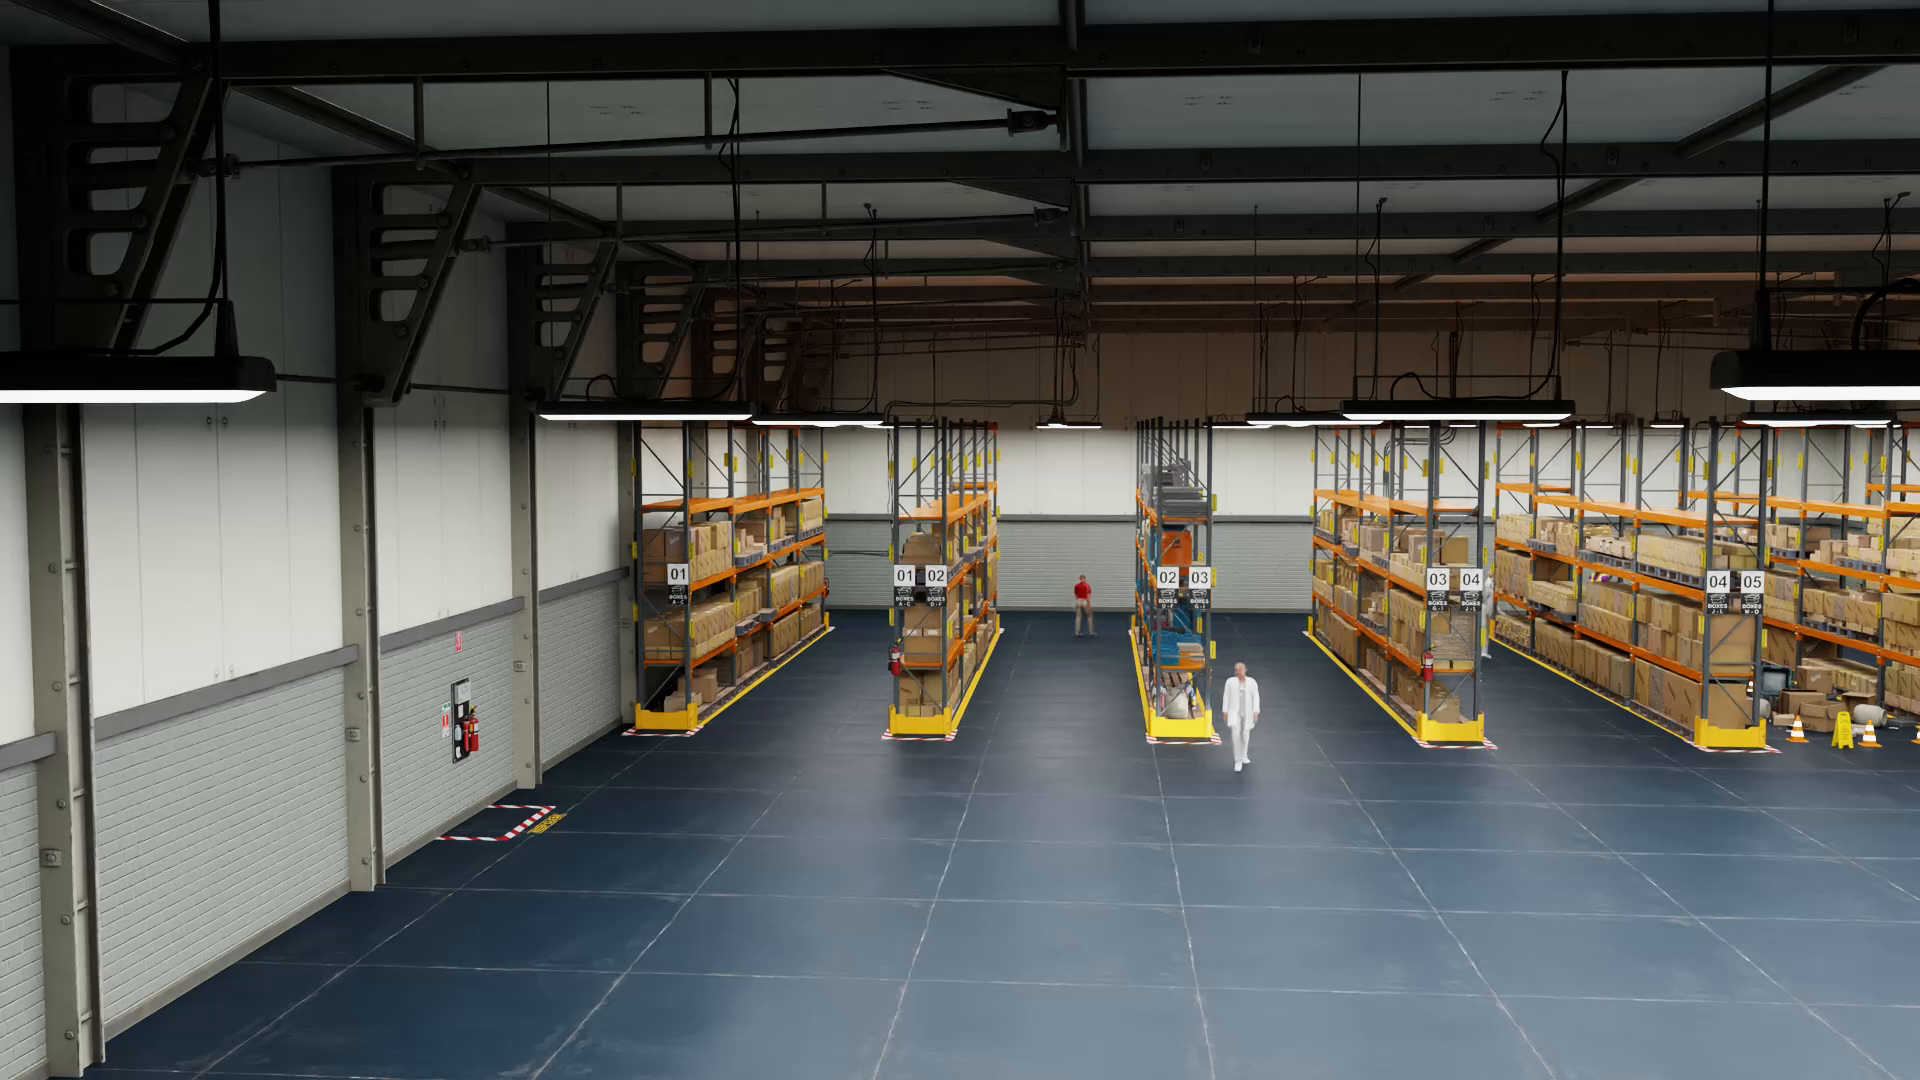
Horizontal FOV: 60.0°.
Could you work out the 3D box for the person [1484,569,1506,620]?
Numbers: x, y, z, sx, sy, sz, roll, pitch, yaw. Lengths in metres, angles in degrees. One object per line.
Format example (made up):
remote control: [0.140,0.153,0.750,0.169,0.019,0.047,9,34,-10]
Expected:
person: [15.945,1.657,49.715,0.930,1.619,0.503,-1,4,-12]

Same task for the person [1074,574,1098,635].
person: [3.483,1.809,46.639,0.554,1.703,0.801,2,4,28]

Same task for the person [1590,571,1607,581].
person: [19.114,1.594,49.783,0.851,1.743,0.583,-2,4,-32]

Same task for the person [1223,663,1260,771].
person: [4.802,2.978,28.332,0.608,1.758,0.909,0,4,3]

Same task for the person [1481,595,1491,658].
person: [13.061,2.173,41.695,0.494,1.669,0.534,0,4,6]
